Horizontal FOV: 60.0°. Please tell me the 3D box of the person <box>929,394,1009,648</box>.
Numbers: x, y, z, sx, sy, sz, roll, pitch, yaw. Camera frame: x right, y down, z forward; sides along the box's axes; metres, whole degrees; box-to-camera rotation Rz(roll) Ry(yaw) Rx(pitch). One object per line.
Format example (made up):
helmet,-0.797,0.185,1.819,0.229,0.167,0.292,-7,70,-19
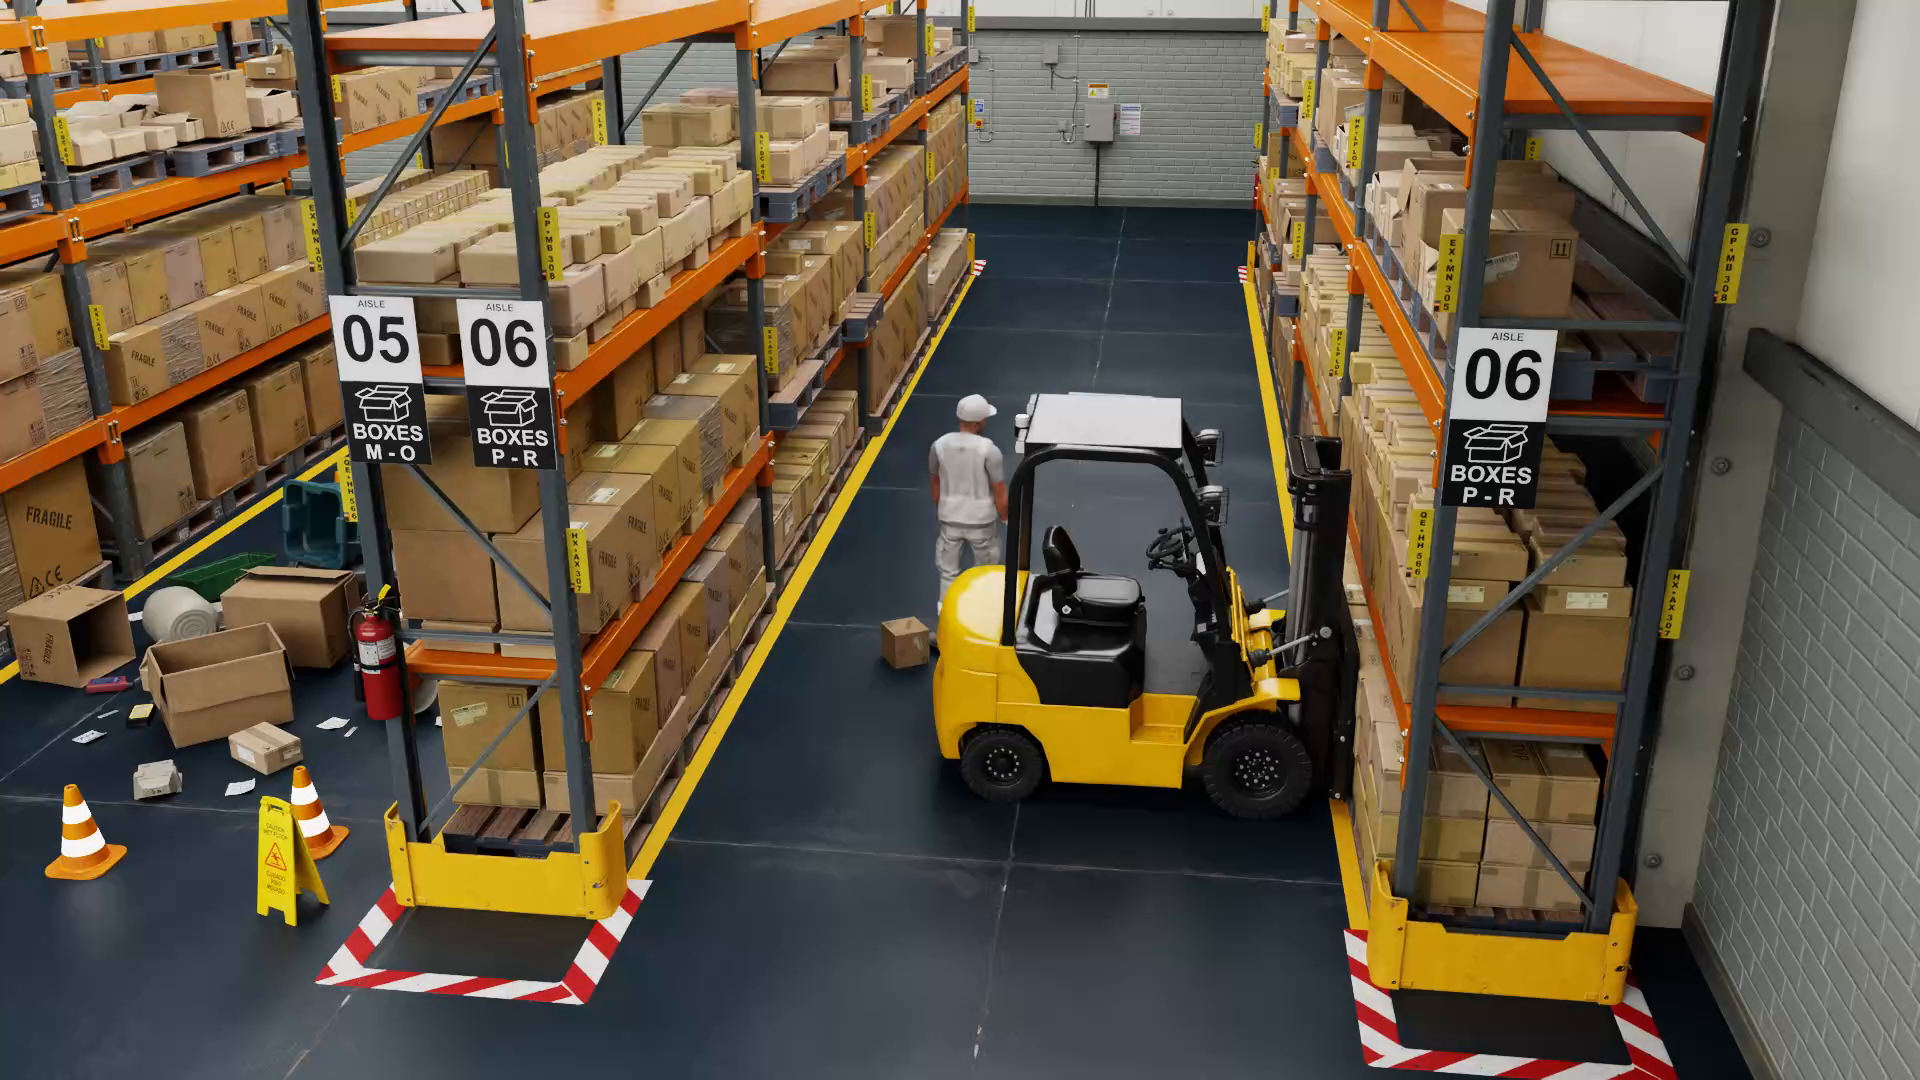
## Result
person,0.097,-0.131,11.336,0.625,1.784,0.626,5,22,14
